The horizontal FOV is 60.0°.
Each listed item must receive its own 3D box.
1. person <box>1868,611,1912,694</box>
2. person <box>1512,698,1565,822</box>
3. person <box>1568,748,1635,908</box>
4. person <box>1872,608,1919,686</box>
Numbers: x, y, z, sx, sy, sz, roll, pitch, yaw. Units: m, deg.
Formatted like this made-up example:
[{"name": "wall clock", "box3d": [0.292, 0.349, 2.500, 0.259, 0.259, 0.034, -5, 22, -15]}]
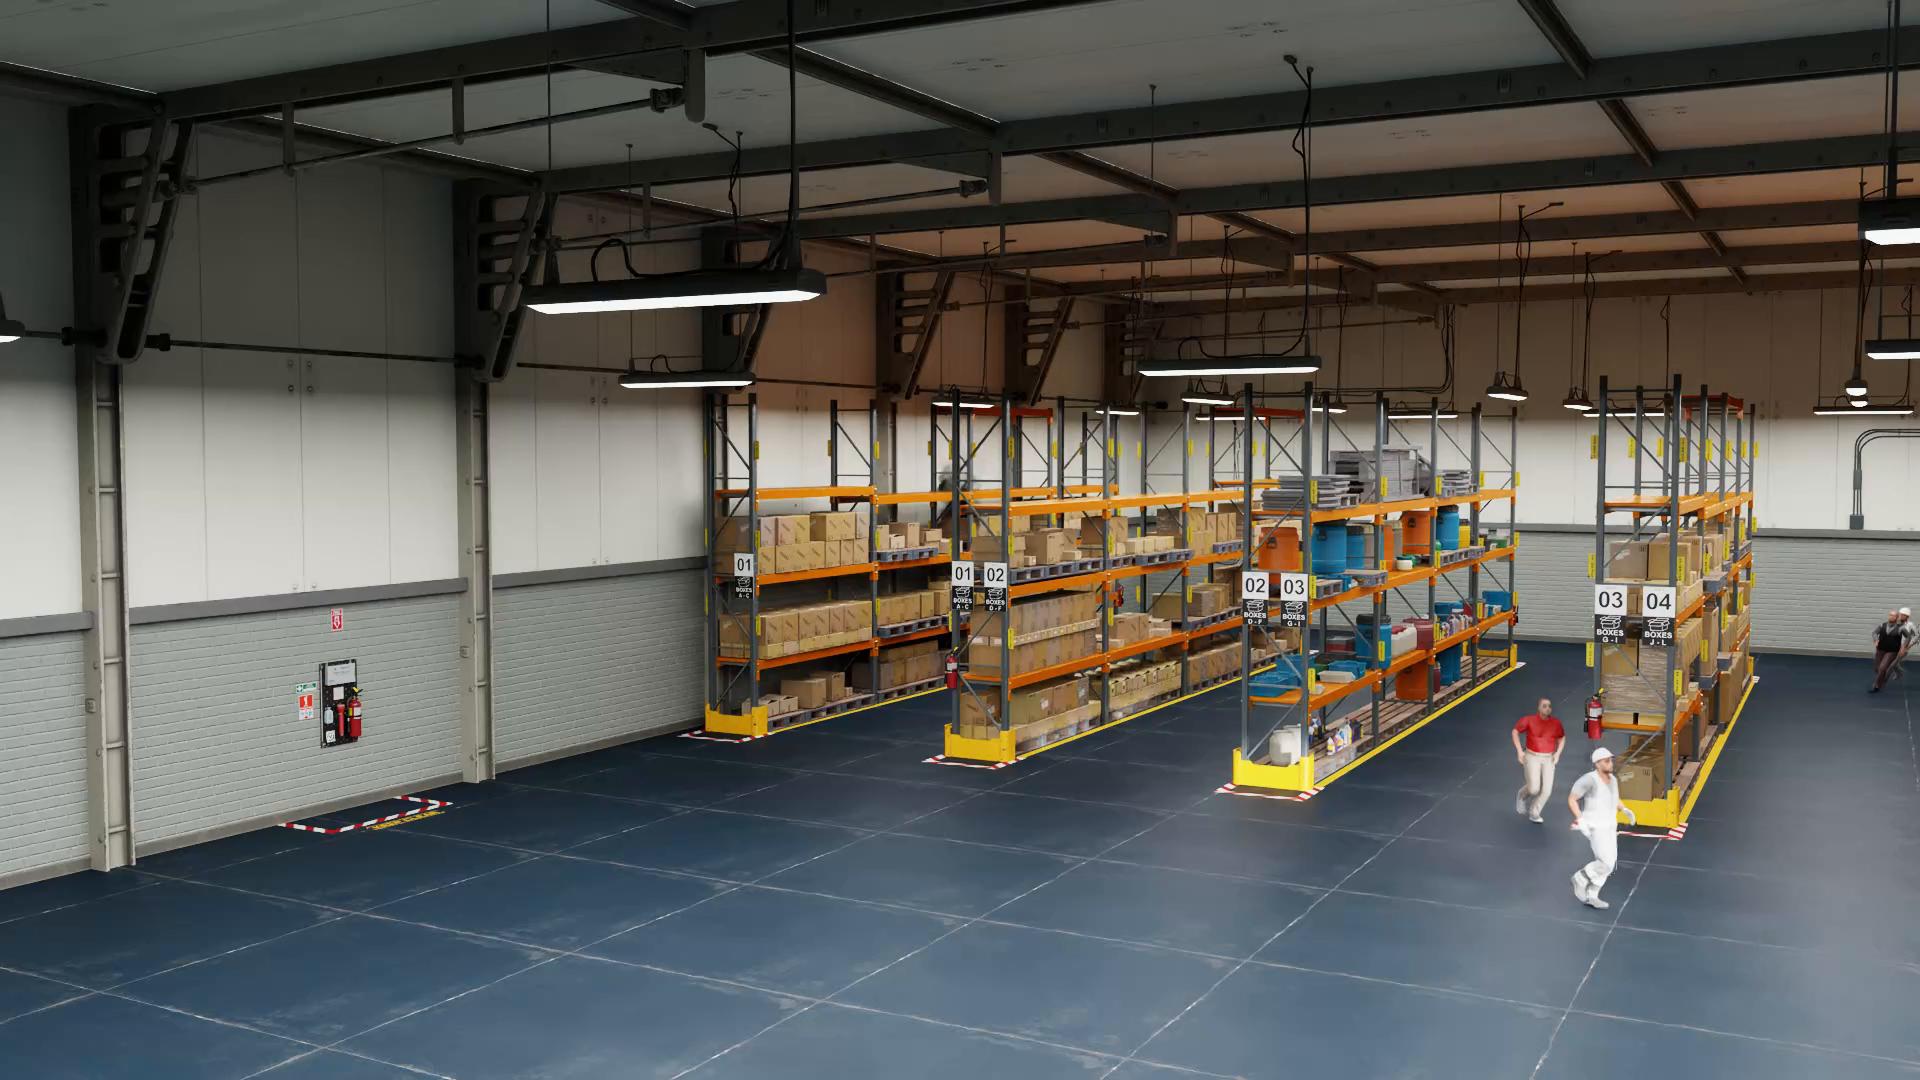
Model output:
[{"name": "person", "box3d": [19.118, 2.303, 34.230, 0.930, 1.681, 0.721, -3, 4, -41]}, {"name": "person", "box3d": [7.815, 2.954, 22.428, 0.694, 1.673, 0.560, 0, 3, -1]}, {"name": "person", "box3d": [7.024, 3.142, 18.168, 0.669, 1.749, 0.584, -2, 4, -34]}, {"name": "person", "box3d": [19.843, 2.260, 35.064, 0.890, 1.699, 0.717, -1, 3, -26]}]
